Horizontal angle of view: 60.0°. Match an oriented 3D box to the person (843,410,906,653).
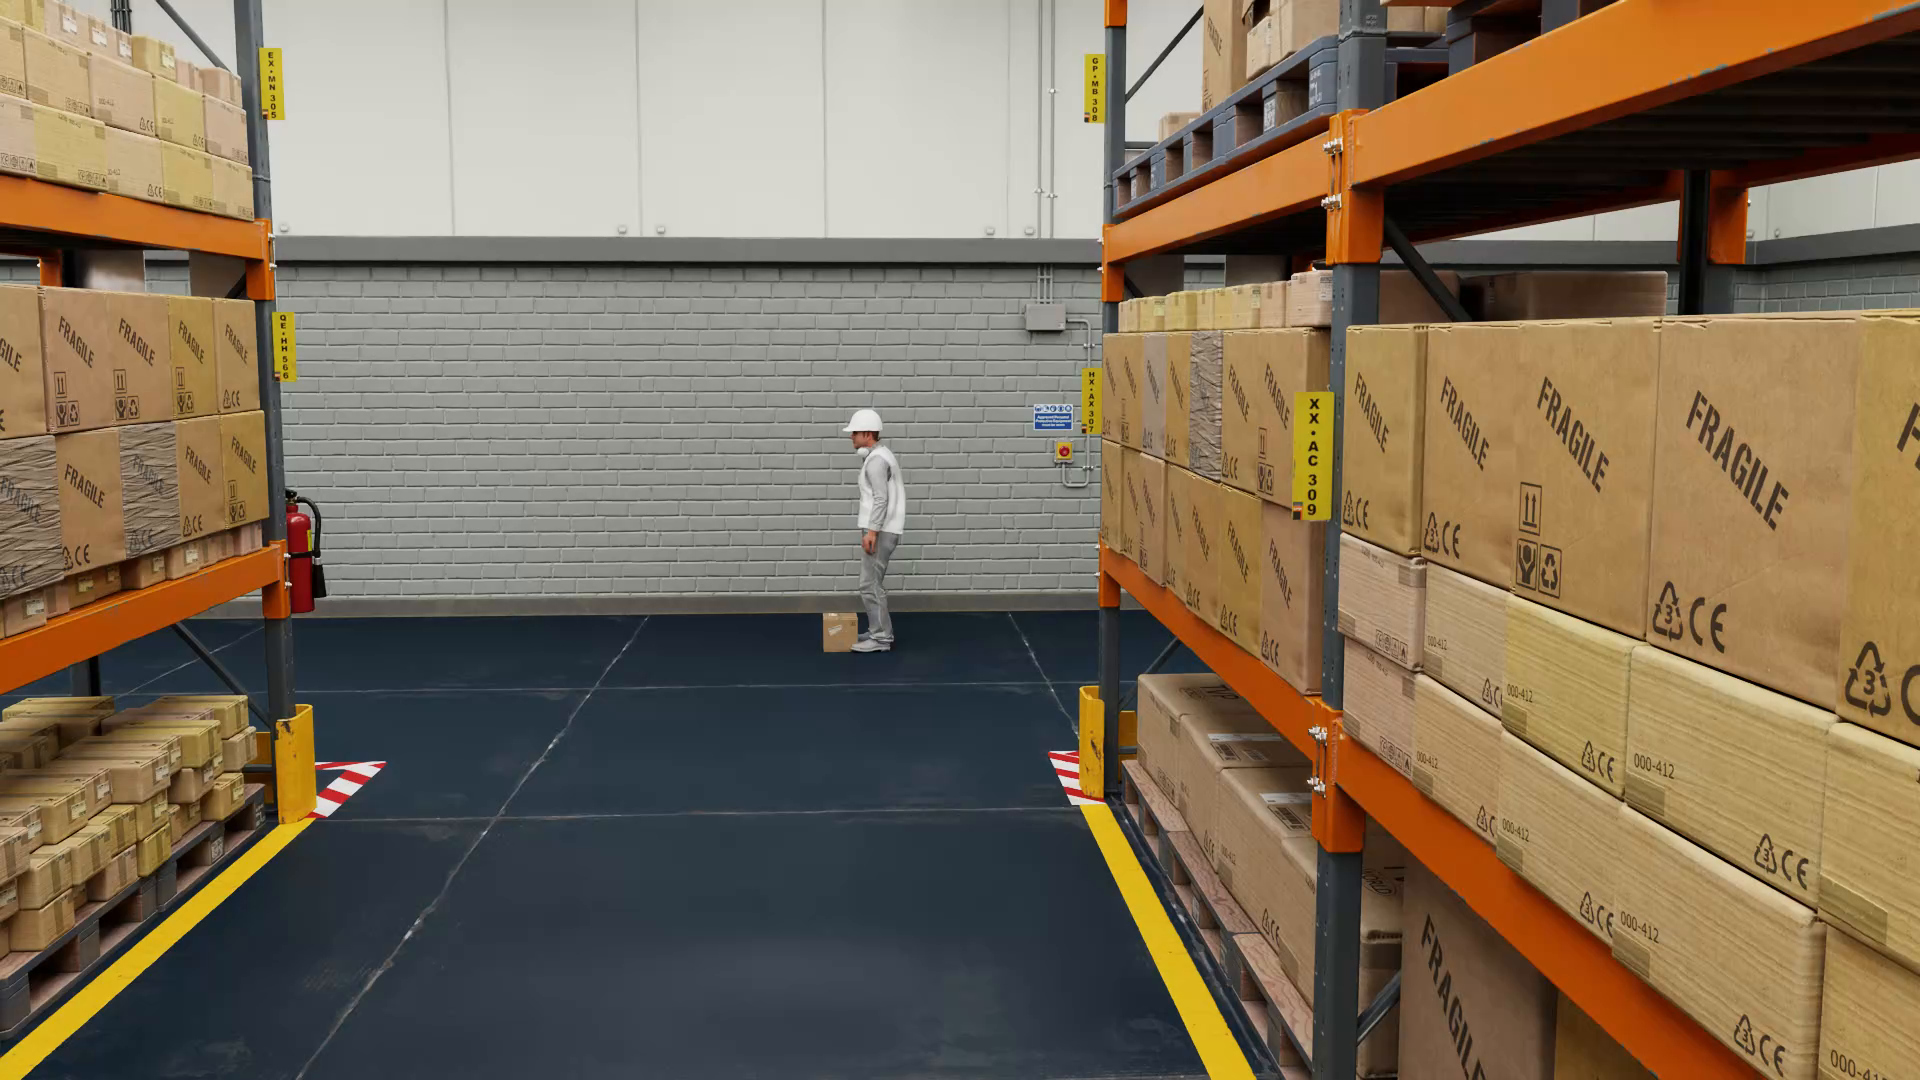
[{"bbox_3d":[-0.628,-0.075,12.260,0.463,1.771,0.580,0,7,-3],"label":"person"}]
